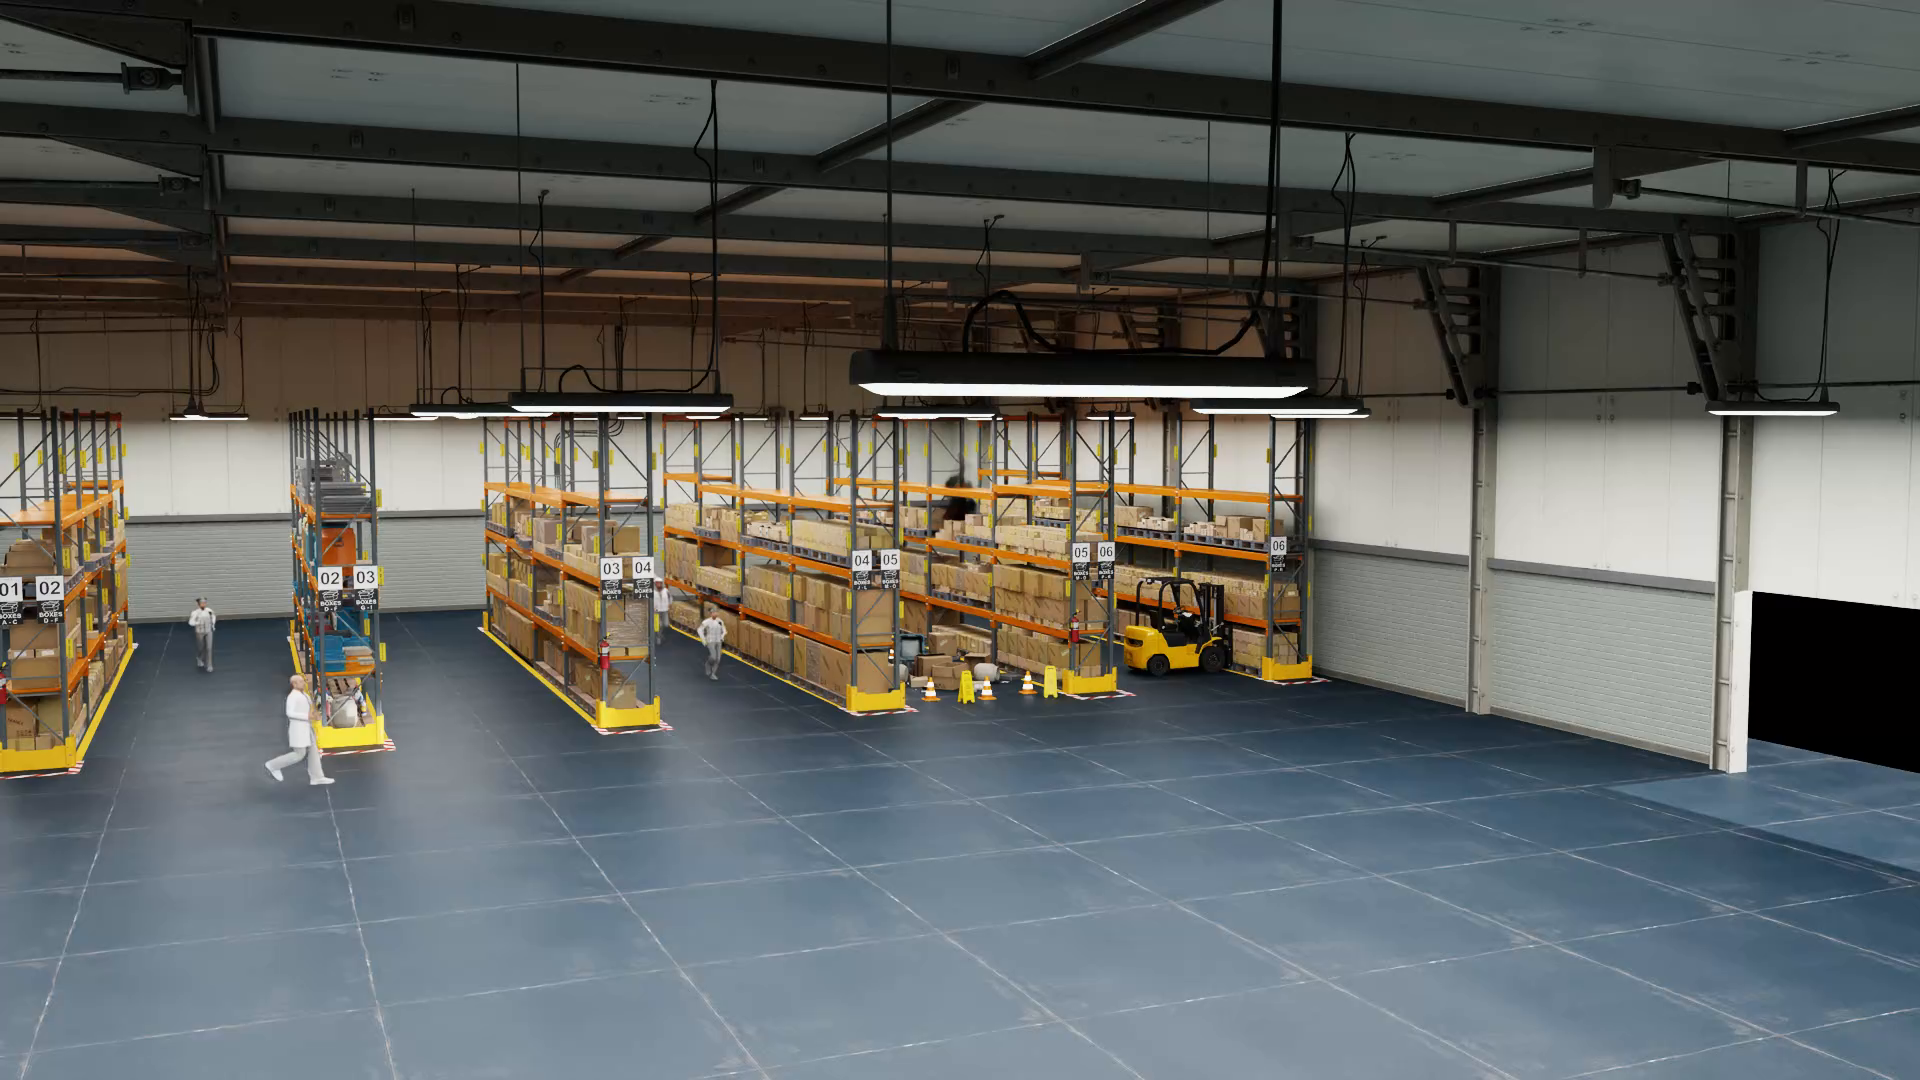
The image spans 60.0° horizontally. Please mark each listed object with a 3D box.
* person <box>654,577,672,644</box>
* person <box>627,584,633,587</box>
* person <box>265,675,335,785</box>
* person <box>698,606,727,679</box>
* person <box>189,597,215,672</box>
[{"bbox_3d":[-7.762,1.838,43.146,0.671,1.732,0.522,-1,4,-19],"label":"person"},{"bbox_3d":[-8.906,1.656,45.498,0.660,1.827,0.761,-1,4,-18],"label":"person"},{"bbox_3d":[-10.382,2.993,26.153,1.031,1.756,0.712,0,4,-4],"label":"person"},{"bbox_3d":[-5.472,2.294,37.118,0.614,1.651,0.547,-2,5,-31],"label":"person"},{"bbox_3d":[-17.506,2.159,38.489,0.612,1.702,0.920,-3,5,-36],"label":"person"}]
